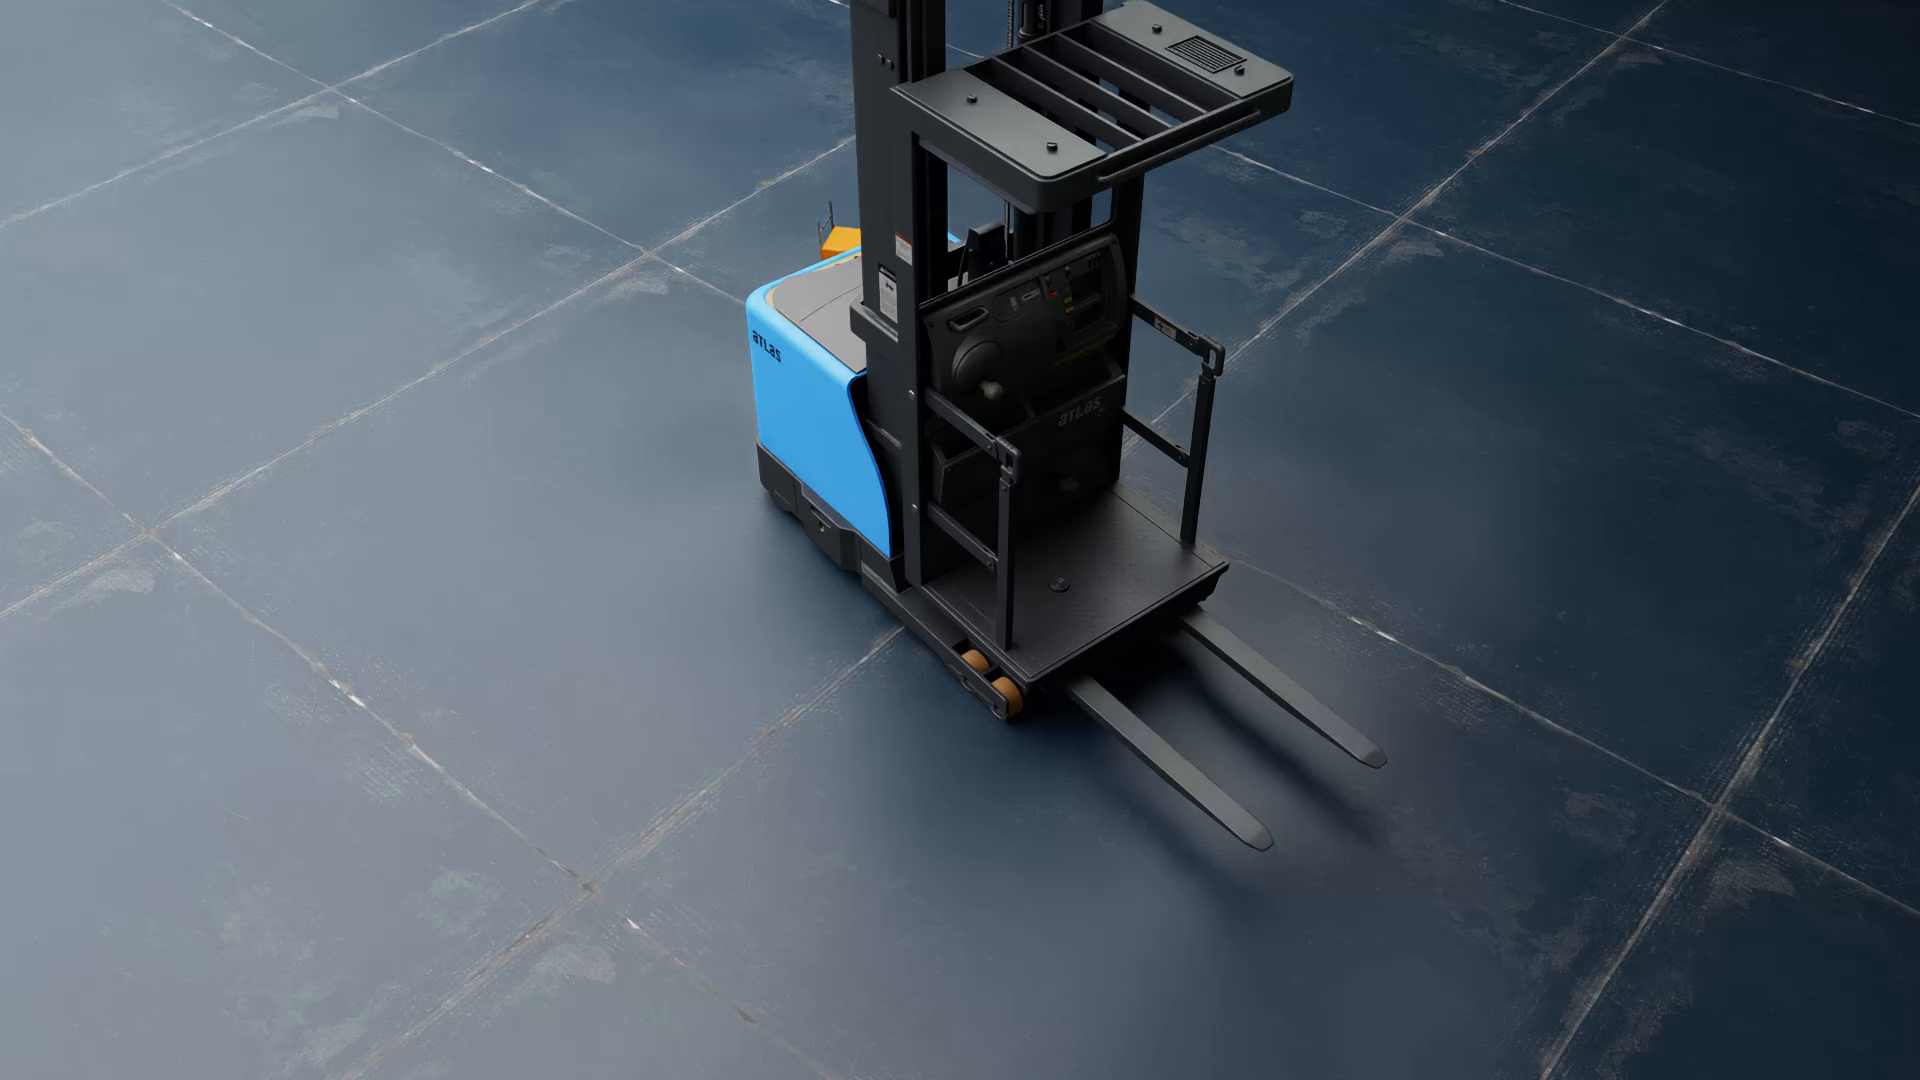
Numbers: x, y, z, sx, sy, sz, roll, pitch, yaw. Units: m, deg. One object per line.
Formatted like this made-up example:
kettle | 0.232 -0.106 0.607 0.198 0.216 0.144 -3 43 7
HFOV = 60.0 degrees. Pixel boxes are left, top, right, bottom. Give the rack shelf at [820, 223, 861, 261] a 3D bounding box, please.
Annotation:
rack shelf | -0.486 -1.283 7.645 0.240 0.259 0.215 7 42 12

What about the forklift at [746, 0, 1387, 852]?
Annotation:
forklift | 0.391 -0.753 6.082 1.130 2.935 3.031 -28 49 -27

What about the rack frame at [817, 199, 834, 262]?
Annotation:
rack frame | -0.593 -1.091 7.848 0.008 1.050 0.200 7 42 12

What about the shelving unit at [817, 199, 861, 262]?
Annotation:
shelving unit | -0.475 -1.075 7.823 0.252 1.050 0.215 7 42 12
